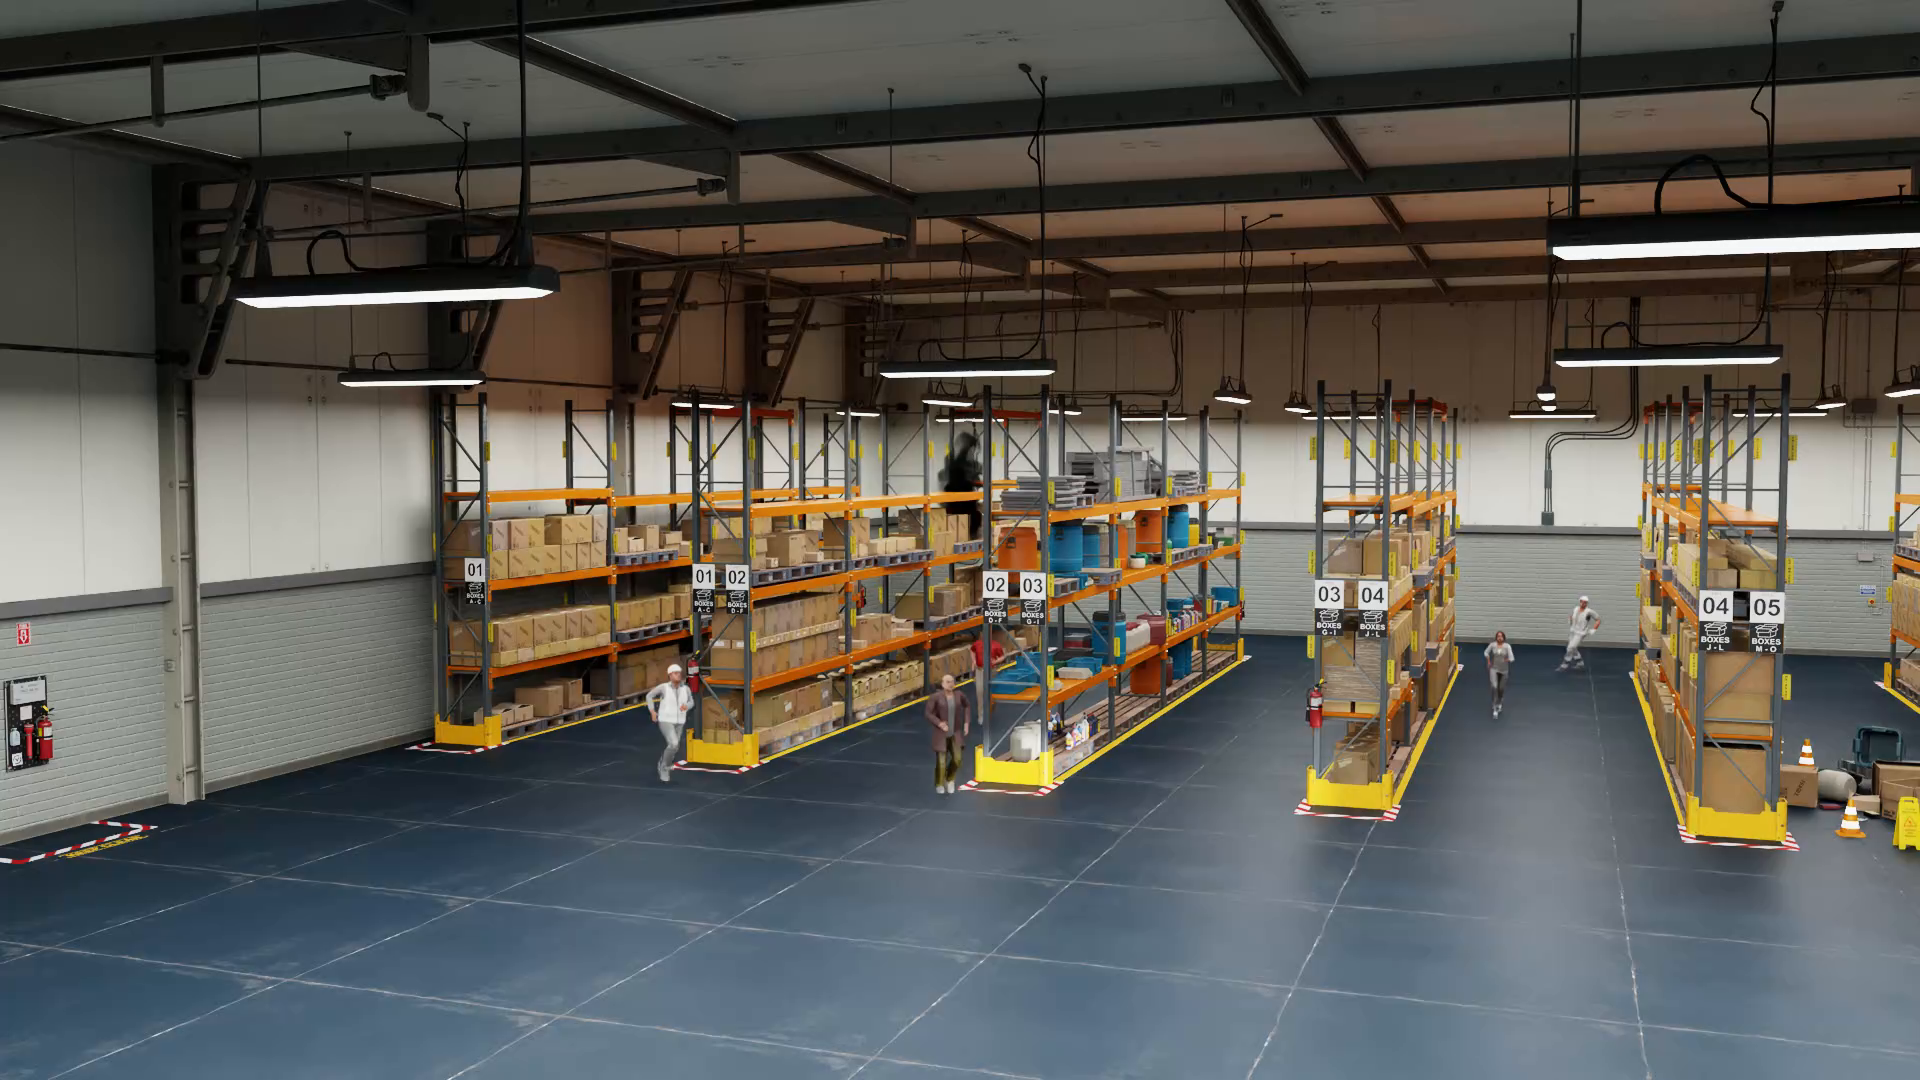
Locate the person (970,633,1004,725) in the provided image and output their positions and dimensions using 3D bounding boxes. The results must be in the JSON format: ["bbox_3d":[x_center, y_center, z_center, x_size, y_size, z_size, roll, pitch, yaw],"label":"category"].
[{"bbox_3d":[0.490,2.495,30.887,0.651,1.744,0.975,0,3,7],"label":"person"}]

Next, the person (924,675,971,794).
[{"bbox_3d":[-0.151,2.844,24.206,0.752,1.767,0.640,-1,3,-17],"label":"person"}]

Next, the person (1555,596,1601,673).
[{"bbox_3d":[13.914,2.128,37.528,0.810,1.749,0.644,-1,3,-21],"label":"person"}]

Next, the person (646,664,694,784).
[{"bbox_3d":[-4.370,2.776,25.312,0.642,1.772,0.685,-3,4,-42],"label":"person"}]

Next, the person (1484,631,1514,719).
[{"bbox_3d":[10.193,2.520,31.430,0.533,1.628,0.823,1,3,15],"label":"person"}]
